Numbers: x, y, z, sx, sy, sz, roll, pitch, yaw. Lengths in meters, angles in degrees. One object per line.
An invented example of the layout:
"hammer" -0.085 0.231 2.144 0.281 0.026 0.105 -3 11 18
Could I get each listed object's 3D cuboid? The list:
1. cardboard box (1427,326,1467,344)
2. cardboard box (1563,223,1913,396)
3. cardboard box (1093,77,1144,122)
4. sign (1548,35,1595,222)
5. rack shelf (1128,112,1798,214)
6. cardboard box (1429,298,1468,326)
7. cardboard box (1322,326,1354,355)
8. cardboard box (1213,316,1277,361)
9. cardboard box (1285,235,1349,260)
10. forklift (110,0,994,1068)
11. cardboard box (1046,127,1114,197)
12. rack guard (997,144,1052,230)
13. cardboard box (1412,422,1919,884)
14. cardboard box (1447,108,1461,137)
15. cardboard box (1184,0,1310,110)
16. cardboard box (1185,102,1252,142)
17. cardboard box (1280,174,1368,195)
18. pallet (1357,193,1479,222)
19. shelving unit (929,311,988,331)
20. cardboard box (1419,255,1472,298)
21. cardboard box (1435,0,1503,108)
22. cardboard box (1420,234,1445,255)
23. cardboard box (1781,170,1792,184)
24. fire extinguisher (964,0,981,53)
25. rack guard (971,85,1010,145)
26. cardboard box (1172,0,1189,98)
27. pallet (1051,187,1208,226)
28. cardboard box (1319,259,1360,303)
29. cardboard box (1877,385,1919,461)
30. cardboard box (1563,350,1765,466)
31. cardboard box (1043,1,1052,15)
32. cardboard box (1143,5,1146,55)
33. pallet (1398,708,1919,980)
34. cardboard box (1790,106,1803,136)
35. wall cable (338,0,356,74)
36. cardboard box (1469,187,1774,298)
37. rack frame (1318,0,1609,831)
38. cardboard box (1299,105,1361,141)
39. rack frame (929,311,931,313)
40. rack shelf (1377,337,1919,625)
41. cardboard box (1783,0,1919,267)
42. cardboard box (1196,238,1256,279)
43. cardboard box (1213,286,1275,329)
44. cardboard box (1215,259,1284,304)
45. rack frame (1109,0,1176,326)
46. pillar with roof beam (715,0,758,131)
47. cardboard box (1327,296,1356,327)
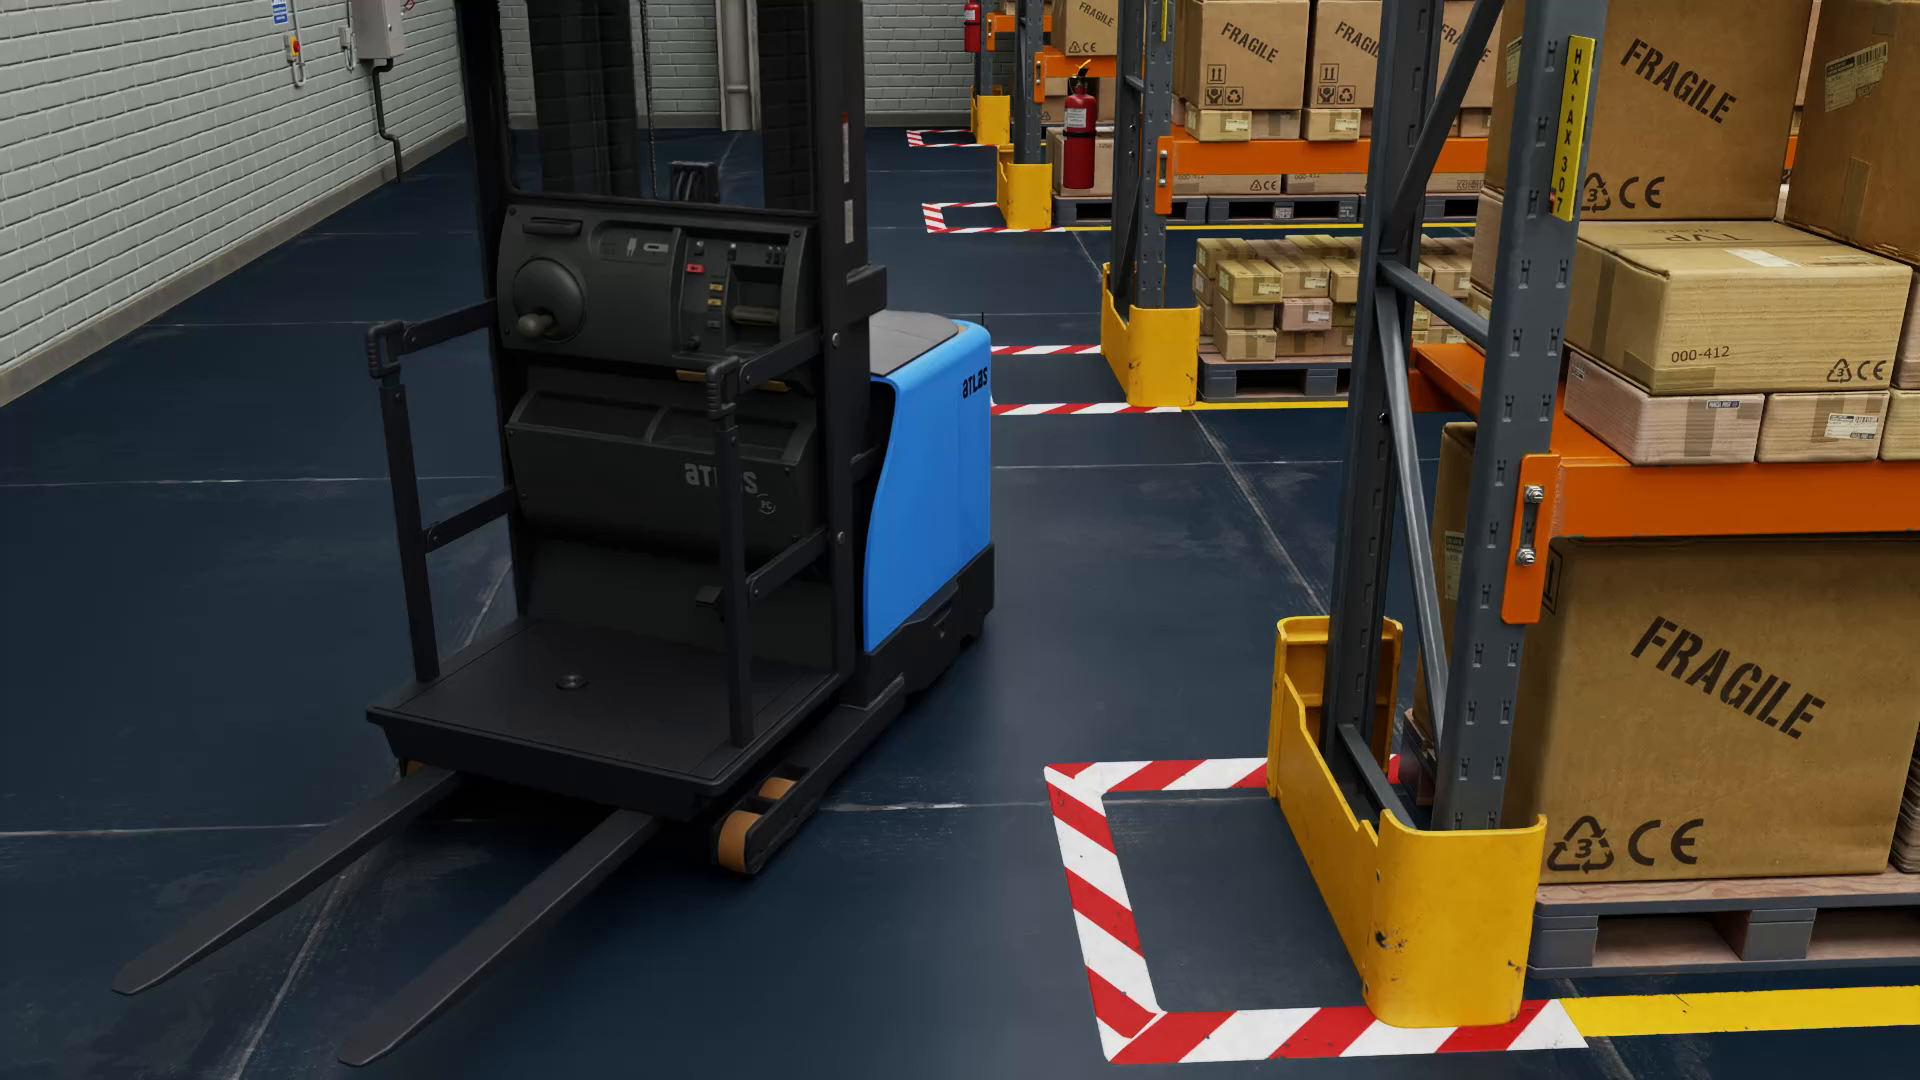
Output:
"cardboard box" 2.476 -1.086 8.675 0.250 0.149 0.380 -1 21 -3
"cardboard box" 1.596 -0.497 3.504 0.500 0.250 0.500 -2 21 -4
"cardboard box" 1.721 -4.808 17.957 0.500 0.500 0.700 0 21 -1
"sign" 1.127 -0.759 3.070 0.005 0.325 0.100 -1 21 -3
"rack shelf" 2.916 -1.983 8.624 4.000 0.370 1.077 -1 21 -3
"cardboard box" 2.495 -1.228 8.630 0.250 0.149 0.380 -2 21 -6
"cardboard box" 1.965 -1.081 8.661 0.250 0.149 0.380 -1 21 -2
"cardboard box" 1.461 -1.039 8.551 0.250 0.149 0.380 -1 21 -2
"cardboard box" 1.939 -1.556 9.073 0.250 0.149 0.380 -2 21 -4
"forklift" -0.912 -0.668 4.257 1.130 2.935 3.031 8 22 21
"cardboard box" 1.189 -3.082 13.512 0.875 0.438 0.875 -2 21 -5
"rack guard" 0.512 -2.866 13.446 0.348 0.500 1.175 -1 21 -3
"cardboard box" 1.736 0.241 4.168 0.875 0.875 0.875 -1 21 -3
"cardboard box" 2.308 -2.108 8.295 0.250 0.149 0.380 -1 21 -4
"cardboard box" 1.384 -2.375 8.085 0.500 0.500 0.500 0 21 0
"cardboard box" 1.262 -2.051 8.145 0.250 0.149 0.380 -1 21 -3
"cardboard box" 3.003 -3.122 13.615 0.875 0.438 0.875 -2 21 -5
"pallet" 3.766 -2.825 13.745 1.213 0.211 1.003 -1 21 -3
"shelving unit" -0.008 -0.420 6.460 0.210 0.900 0.258 -1 21 -3
"cardboard box" 2.510 -1.355 8.544 0.250 0.149 0.380 0 21 -1
"cardboard box" 2.406 -2.400 8.152 0.500 0.500 0.500 -1 21 -2
"cardboard box" 2.466 -1.564 9.094 0.250 0.149 0.380 0 21 -1
"cardboard box" 6.938 -3.399 13.730 0.875 0.875 0.875 -1 21 -2
"fire extinguisher" 0.129 -5.420 17.275 0.183 0.674 0.296 -1 21 -3
"rack guard" 0.325 -4.631 18.082 0.348 0.500 1.175 -1 21 -3
"cardboard box" 1.353 -2.565 8.583 0.500 0.500 0.500 -1 21 -2
"pallet" 1.330 -2.775 13.614 1.213 0.211 1.003 -1 21 -3
"cardboard box" 1.989 -1.318 8.448 0.250 0.149 0.380 -1 21 -3
"cardboard box" 1.987 -0.298 3.541 0.250 0.149 0.380 -2 21 -4
"cardboard box" 1.475 -0.287 3.512 0.250 0.149 0.380 -1 21 -2
"cardboard box" 0.844 -5.611 17.497 0.250 0.149 0.380 -1 21 -2
"cardboard box" 1.535 -4.009 12.795 0.500 0.500 0.500 -1 21 -4
"pallet" 1.896 0.745 4.368 1.213 0.211 1.003 -1 21 -3
"cardboard box" 4.120 -2.125 8.340 0.250 0.149 0.380 0 21 -1
"wall cable" -5.185 -4.890 13.822 0.122 1.984 0.588 -1 21 -3
"cardboard box" 1.570 -0.687 4.003 0.500 0.250 0.500 -1 21 -4
"rack frame" 1.102 -0.514 3.756 0.127 3.000 1.000 -1 21 -3
"cardboard box" 1.785 -2.057 8.162 0.250 0.149 0.380 -2 21 -5
"rack frame" -0.110 -0.418 6.455 0.006 0.900 0.240 -1 21 -3
"rack shelf" 3.099 -0.219 3.991 4.000 0.370 1.077 -1 21 -3
"cardboard box" 2.096 -0.858 3.397 0.500 0.500 0.500 -2 21 -4
"cardboard box" 1.434 -1.521 8.981 0.250 0.149 0.380 -1 21 -2
"cardboard box" 1.457 -1.201 8.557 0.250 0.149 0.380 0 21 -1
"cardboard box" 1.462 -1.310 8.427 0.250 0.149 0.380 -2 21 -6
"rack frame" 0.920 -2.278 8.389 0.127 3.000 1.000 -1 21 -3
"pillar with roof beam" -2.249 -7.338 13.247 0.400 9.000 9.100 -1 21 -3
"cardboard box" 1.973 -1.223 8.615 0.250 0.149 0.380 -1 21 -2
